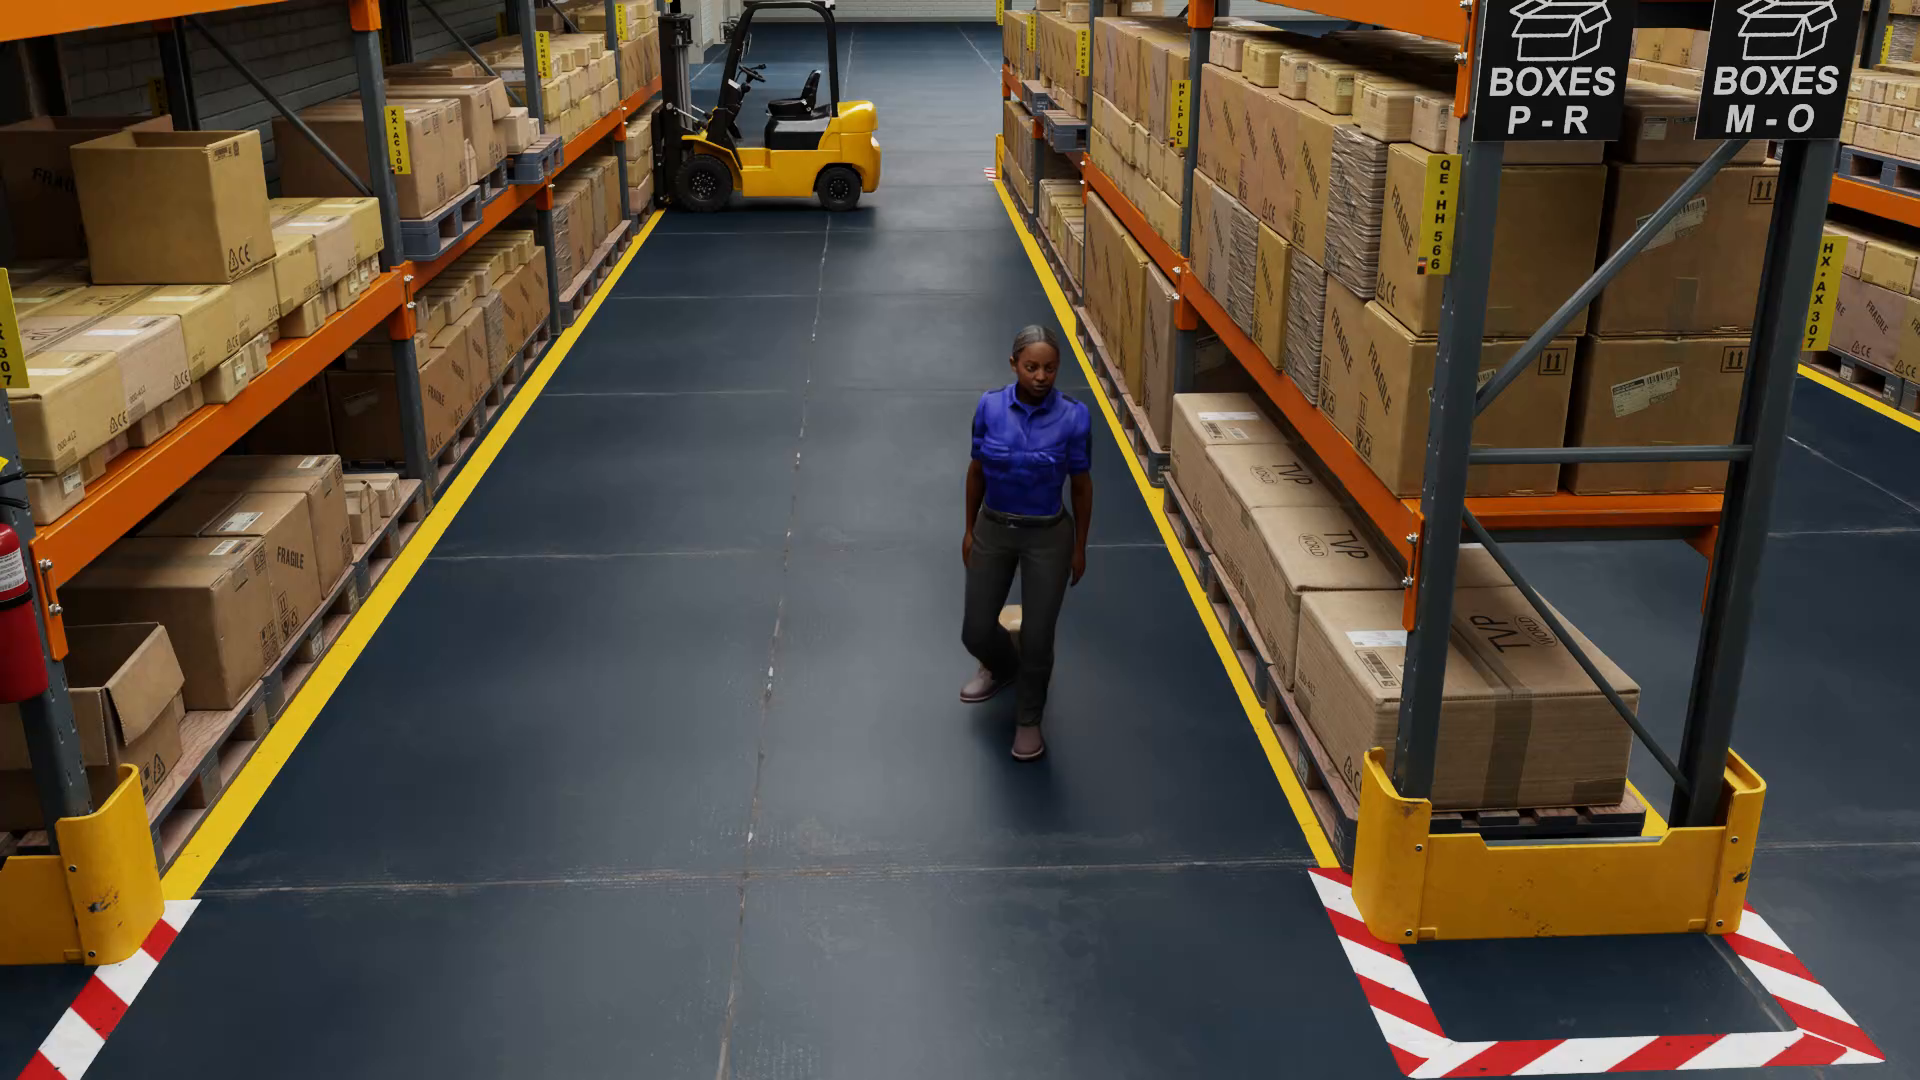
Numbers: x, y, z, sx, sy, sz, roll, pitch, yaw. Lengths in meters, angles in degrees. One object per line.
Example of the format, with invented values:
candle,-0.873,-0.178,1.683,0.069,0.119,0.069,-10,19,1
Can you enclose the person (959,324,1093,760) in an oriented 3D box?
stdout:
person,0.235,-0.022,6.141,0.522,1.650,0.518,5,21,12
